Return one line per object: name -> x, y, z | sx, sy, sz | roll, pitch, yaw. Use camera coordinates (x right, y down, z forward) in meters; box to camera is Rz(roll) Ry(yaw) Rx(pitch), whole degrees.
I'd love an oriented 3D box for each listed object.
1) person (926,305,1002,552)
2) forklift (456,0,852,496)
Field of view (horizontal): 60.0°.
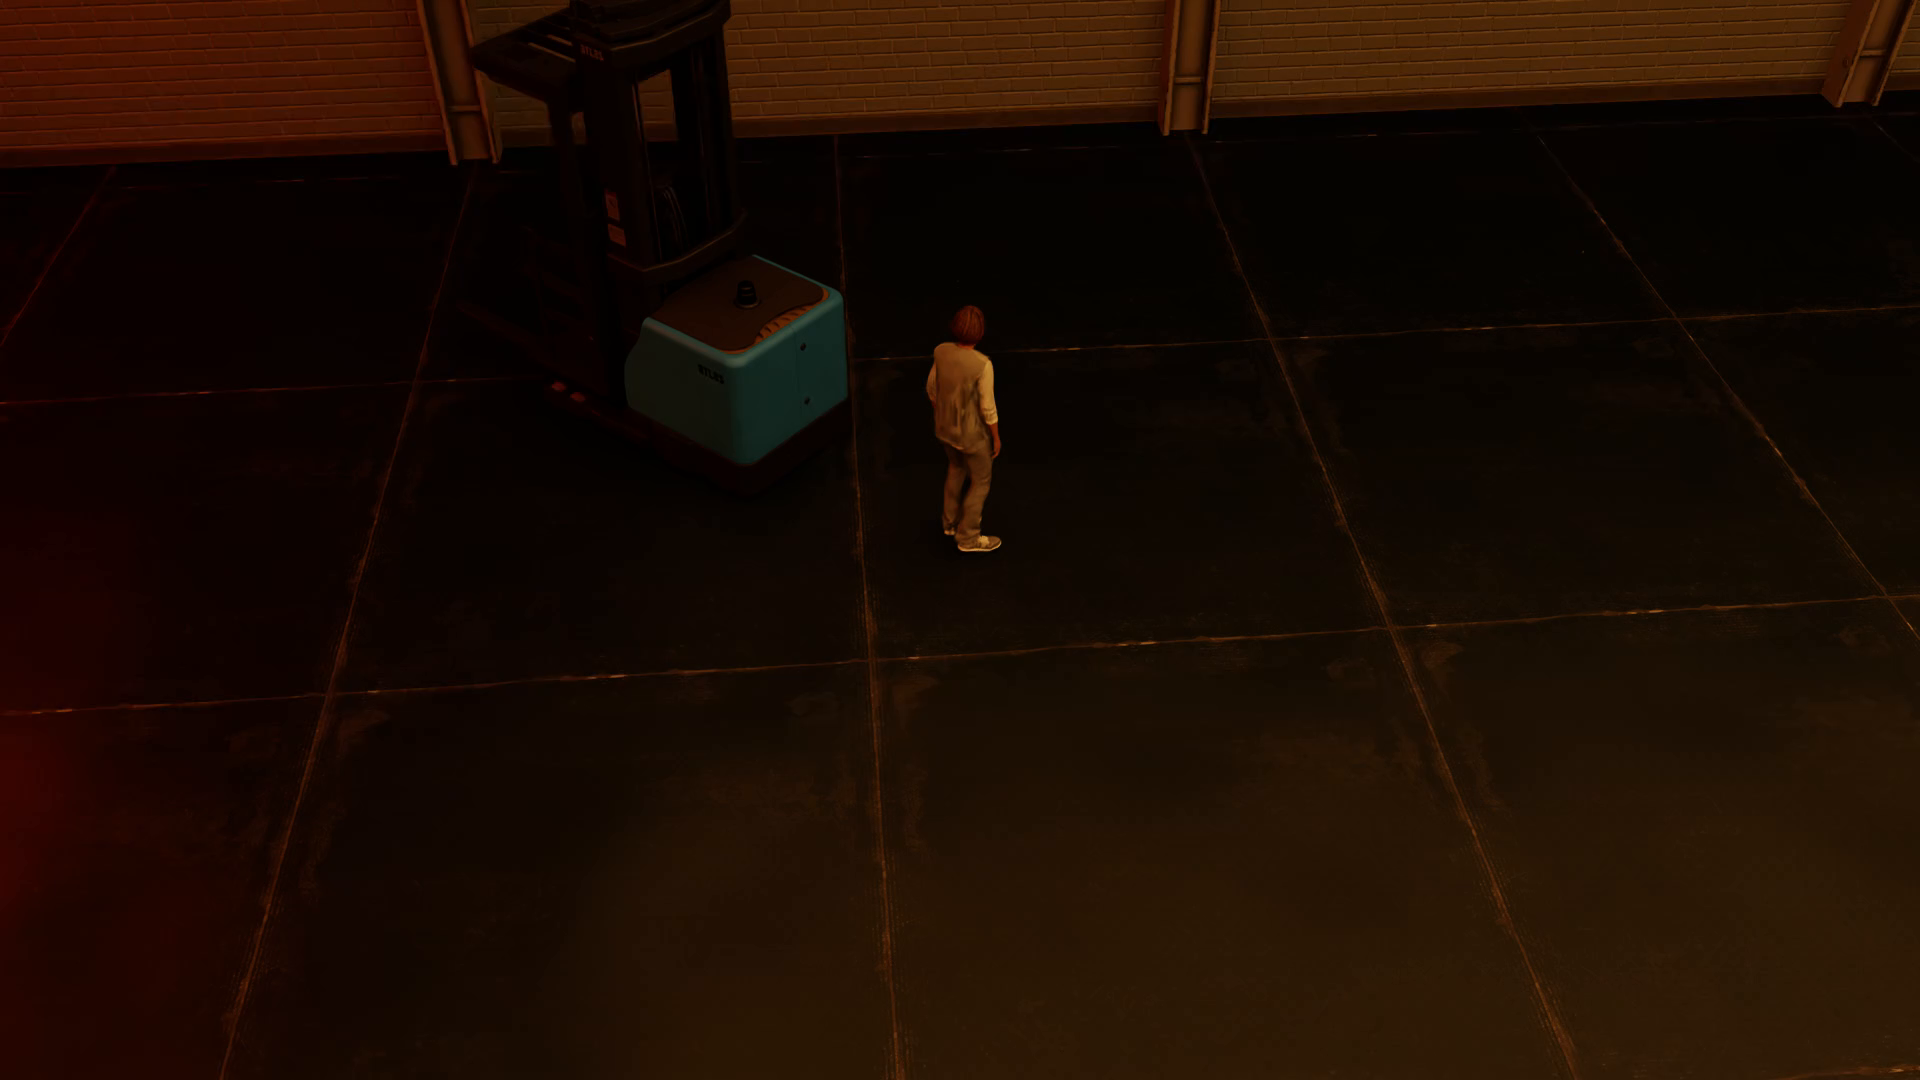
person -> 0.018, -0.645, 9.731 | 0.527, 1.583, 0.363 | 24, 46, 26
forklift -> -2.185, -2.181, 10.488 | 3.031, 2.935, 1.130 | 27, 47, 28
